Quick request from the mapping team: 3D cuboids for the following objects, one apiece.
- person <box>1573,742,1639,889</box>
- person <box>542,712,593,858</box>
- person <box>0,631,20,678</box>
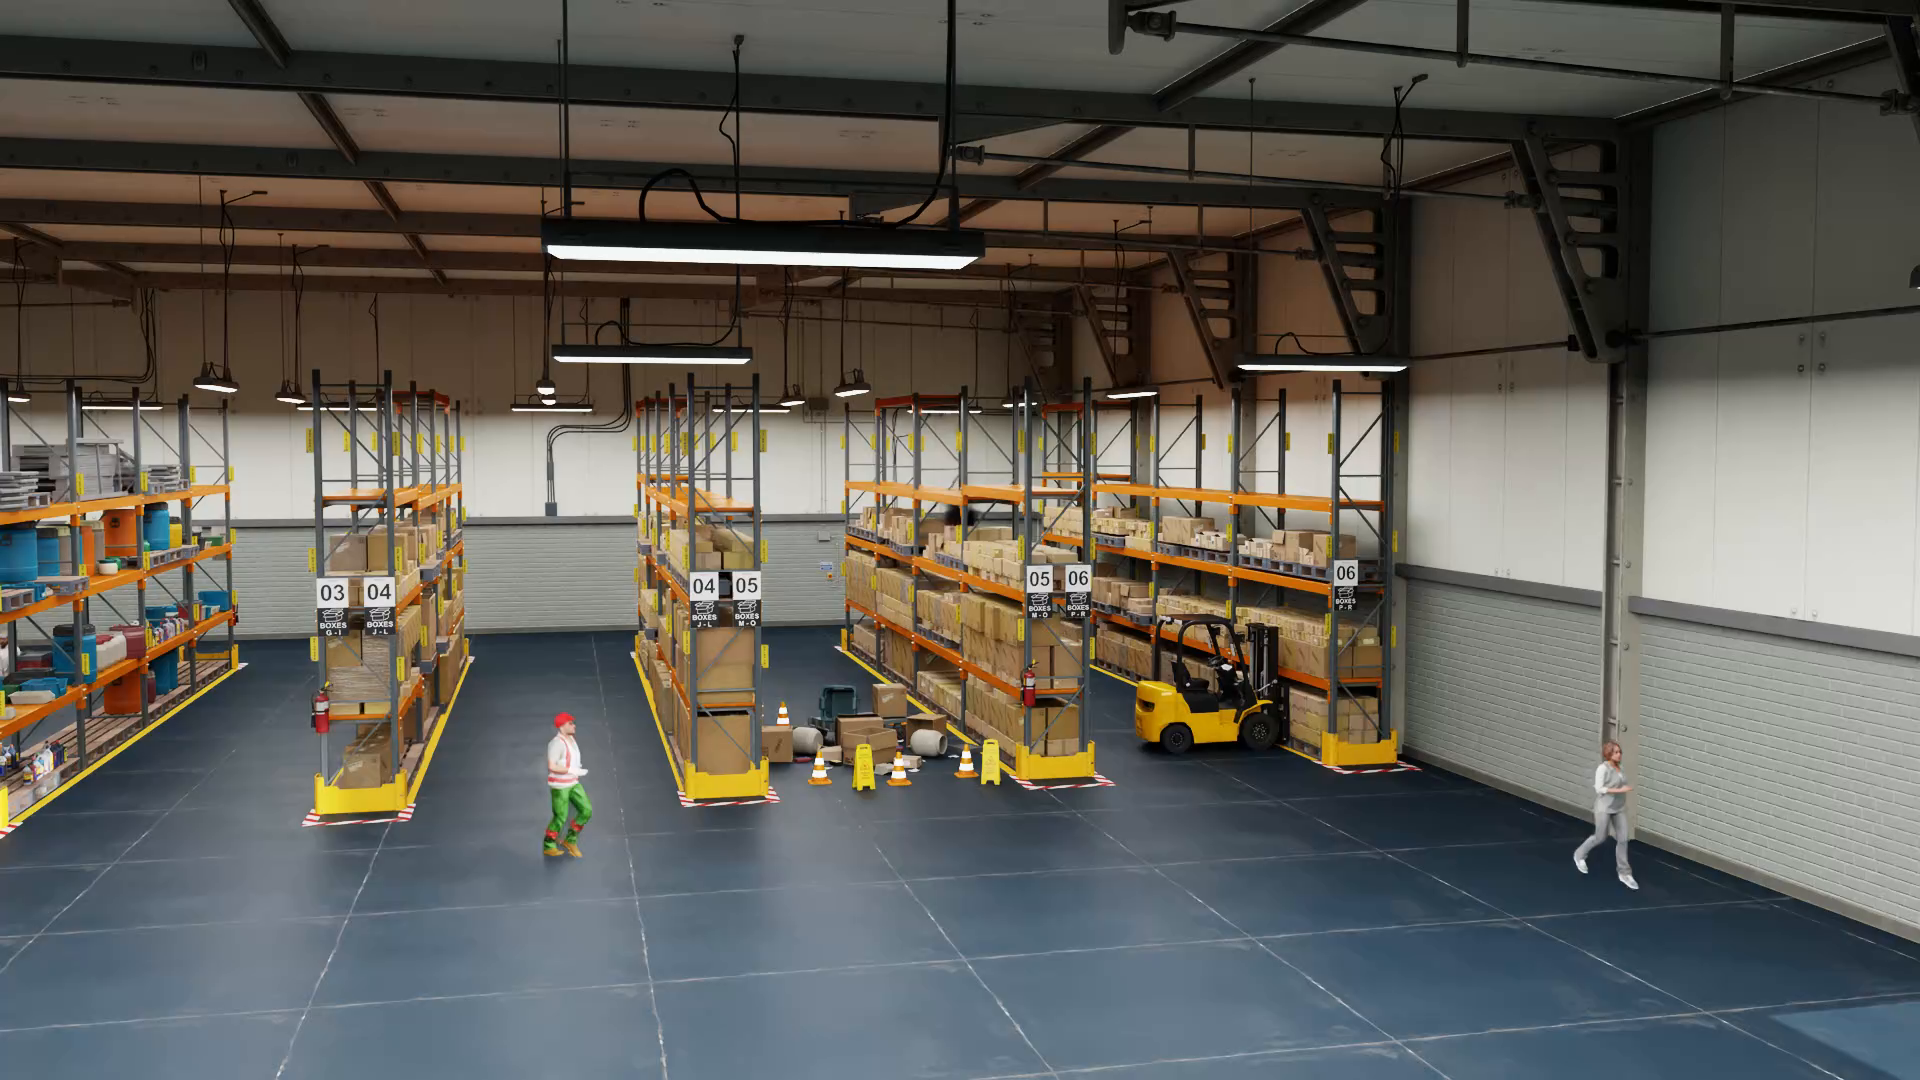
[{"bbox_3d":[7.362,3.086,18.919,0.558,1.610,0.837,-2,4,-28],"label":"person"},{"bbox_3d":[-4.722,2.967,19.982,0.699,1.796,0.648,1,3,19],"label":"person"},{"bbox_3d":[-17.034,2.450,29.661,0.600,1.682,0.726,-1,3,-18],"label":"person"}]
